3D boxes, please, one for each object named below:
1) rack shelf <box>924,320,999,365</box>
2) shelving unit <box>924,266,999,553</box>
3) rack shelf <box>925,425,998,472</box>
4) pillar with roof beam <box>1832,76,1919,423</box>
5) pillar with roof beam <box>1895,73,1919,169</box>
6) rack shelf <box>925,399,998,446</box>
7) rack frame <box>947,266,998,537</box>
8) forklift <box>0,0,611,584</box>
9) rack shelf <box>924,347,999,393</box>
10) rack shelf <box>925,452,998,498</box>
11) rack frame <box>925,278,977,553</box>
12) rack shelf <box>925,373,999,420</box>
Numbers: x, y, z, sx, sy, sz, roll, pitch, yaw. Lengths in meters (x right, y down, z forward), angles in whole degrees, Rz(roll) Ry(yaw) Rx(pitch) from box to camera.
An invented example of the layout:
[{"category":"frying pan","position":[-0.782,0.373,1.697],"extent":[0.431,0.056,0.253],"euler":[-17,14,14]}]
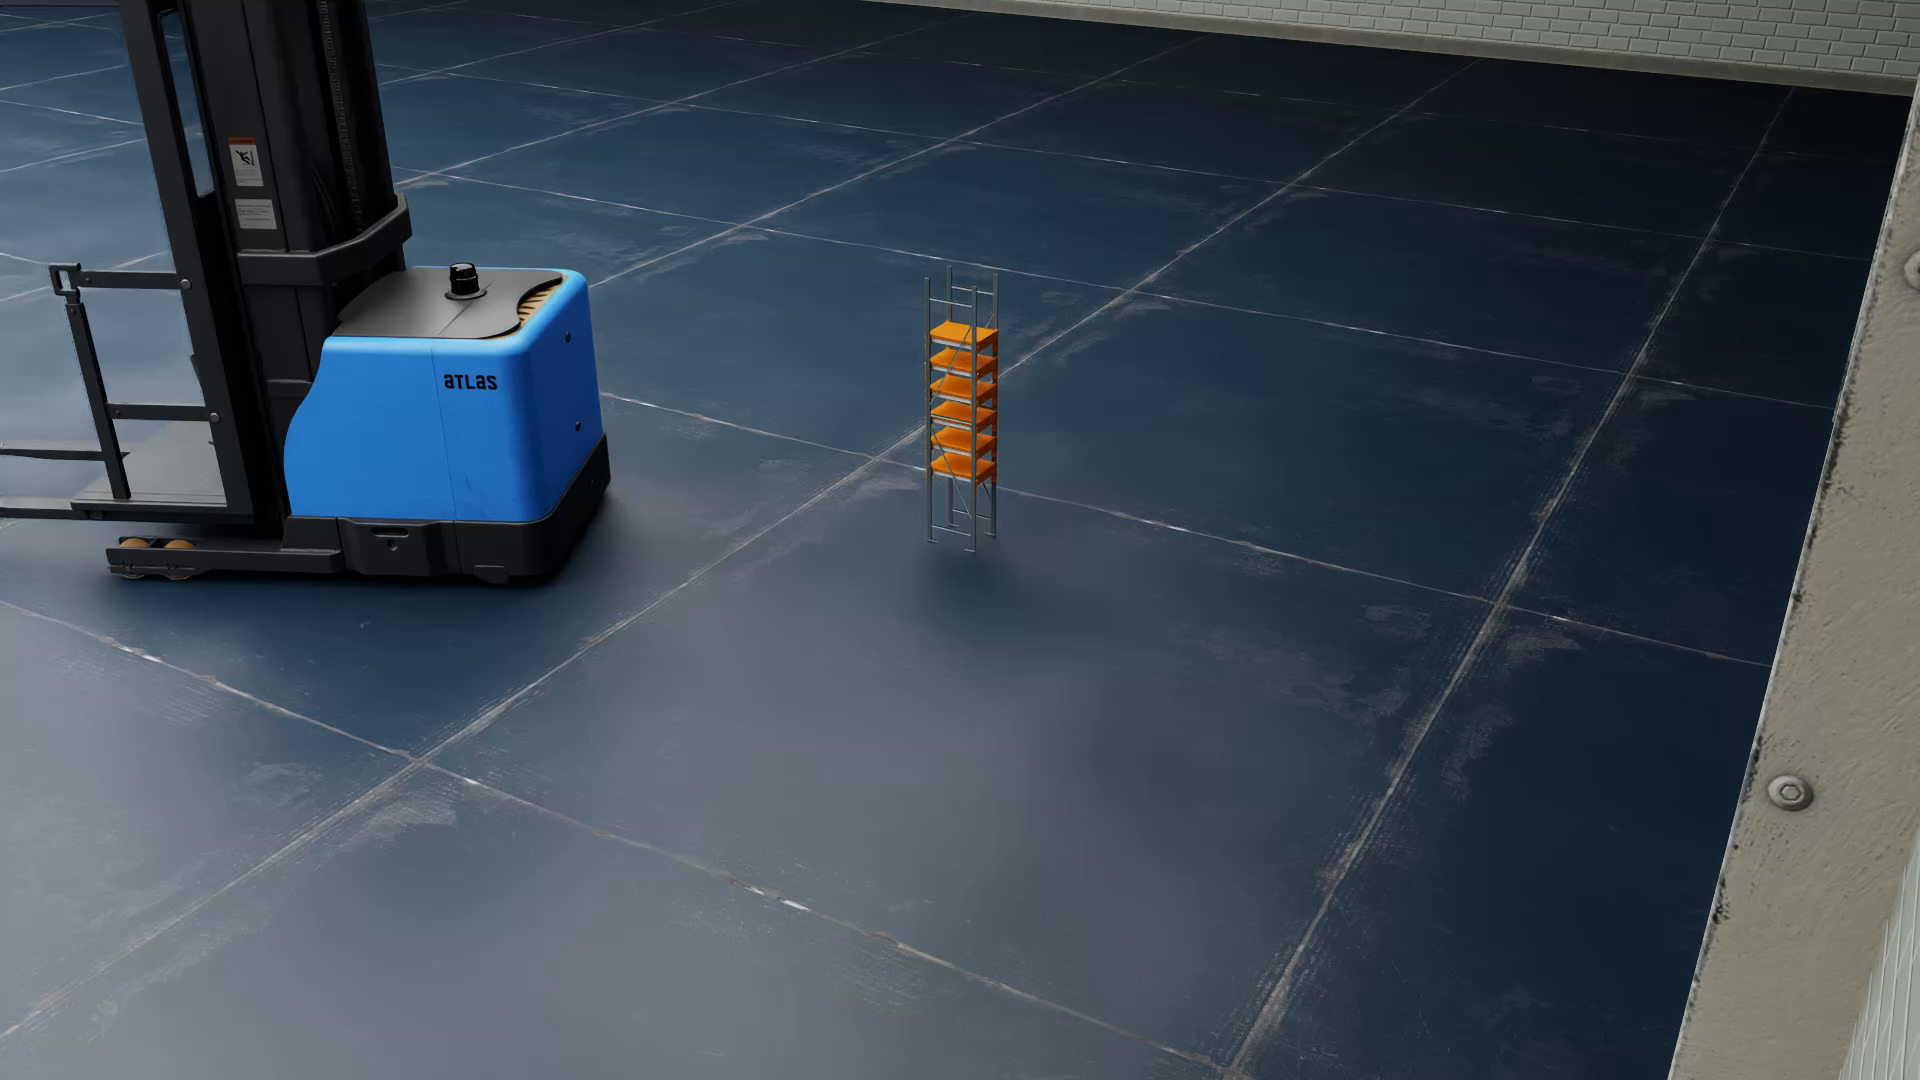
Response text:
[{"category":"rack shelf","position":[0.007,-0.824,6.928],"extent":[0.258,0.103,0.180],"euler":[14,30,26]},{"category":"shelving unit","position":[0.007,-0.542,7.069],"extent":[0.258,1.200,0.189],"euler":[14,30,26]},{"category":"rack shelf","position":[0.007,-0.395,7.143],"extent":[0.258,0.103,0.180],"euler":[14,30,26]},{"category":"pillar with roof beam","position":[0.958,-5.619,8.500],"extent":[9.100,9.000,0.400],"euler":[14,30,26]},{"category":"pillar with roof beam","position":[3.910,-7.958,13.171],"extent":[9.100,9.000,0.400],"euler":[14,30,26]},{"category":"rack shelf","position":[0.007,-0.502,7.089],"extent":[0.258,0.103,0.180],"euler":[14,30,26]},{"category":"rack frame","position":[0.052,-0.578,7.140],"extent":[0.240,1.200,0.006],"euler":[14,30,26]},{"category":"forklift","position":[-3.161,-1.375,6.799],"extent":[3.031,2.935,1.130],"euler":[2,27,4]},{"category":"rack shelf","position":[0.007,-0.717,6.982],"extent":[0.258,0.103,0.180],"euler":[14,30,26]},{"category":"rack shelf","position":[0.007,-0.288,7.197],"extent":[0.258,0.103,0.180],"euler":[14,30,26]},{"category":"rack frame","position":[-0.038,-0.507,6.998],"extent":[0.240,1.200,0.006],"euler":[14,30,26]},{"category":"rack shelf","position":[0.007,-0.610,7.035],"extent":[0.258,0.103,0.180],"euler":[14,30,26]}]
